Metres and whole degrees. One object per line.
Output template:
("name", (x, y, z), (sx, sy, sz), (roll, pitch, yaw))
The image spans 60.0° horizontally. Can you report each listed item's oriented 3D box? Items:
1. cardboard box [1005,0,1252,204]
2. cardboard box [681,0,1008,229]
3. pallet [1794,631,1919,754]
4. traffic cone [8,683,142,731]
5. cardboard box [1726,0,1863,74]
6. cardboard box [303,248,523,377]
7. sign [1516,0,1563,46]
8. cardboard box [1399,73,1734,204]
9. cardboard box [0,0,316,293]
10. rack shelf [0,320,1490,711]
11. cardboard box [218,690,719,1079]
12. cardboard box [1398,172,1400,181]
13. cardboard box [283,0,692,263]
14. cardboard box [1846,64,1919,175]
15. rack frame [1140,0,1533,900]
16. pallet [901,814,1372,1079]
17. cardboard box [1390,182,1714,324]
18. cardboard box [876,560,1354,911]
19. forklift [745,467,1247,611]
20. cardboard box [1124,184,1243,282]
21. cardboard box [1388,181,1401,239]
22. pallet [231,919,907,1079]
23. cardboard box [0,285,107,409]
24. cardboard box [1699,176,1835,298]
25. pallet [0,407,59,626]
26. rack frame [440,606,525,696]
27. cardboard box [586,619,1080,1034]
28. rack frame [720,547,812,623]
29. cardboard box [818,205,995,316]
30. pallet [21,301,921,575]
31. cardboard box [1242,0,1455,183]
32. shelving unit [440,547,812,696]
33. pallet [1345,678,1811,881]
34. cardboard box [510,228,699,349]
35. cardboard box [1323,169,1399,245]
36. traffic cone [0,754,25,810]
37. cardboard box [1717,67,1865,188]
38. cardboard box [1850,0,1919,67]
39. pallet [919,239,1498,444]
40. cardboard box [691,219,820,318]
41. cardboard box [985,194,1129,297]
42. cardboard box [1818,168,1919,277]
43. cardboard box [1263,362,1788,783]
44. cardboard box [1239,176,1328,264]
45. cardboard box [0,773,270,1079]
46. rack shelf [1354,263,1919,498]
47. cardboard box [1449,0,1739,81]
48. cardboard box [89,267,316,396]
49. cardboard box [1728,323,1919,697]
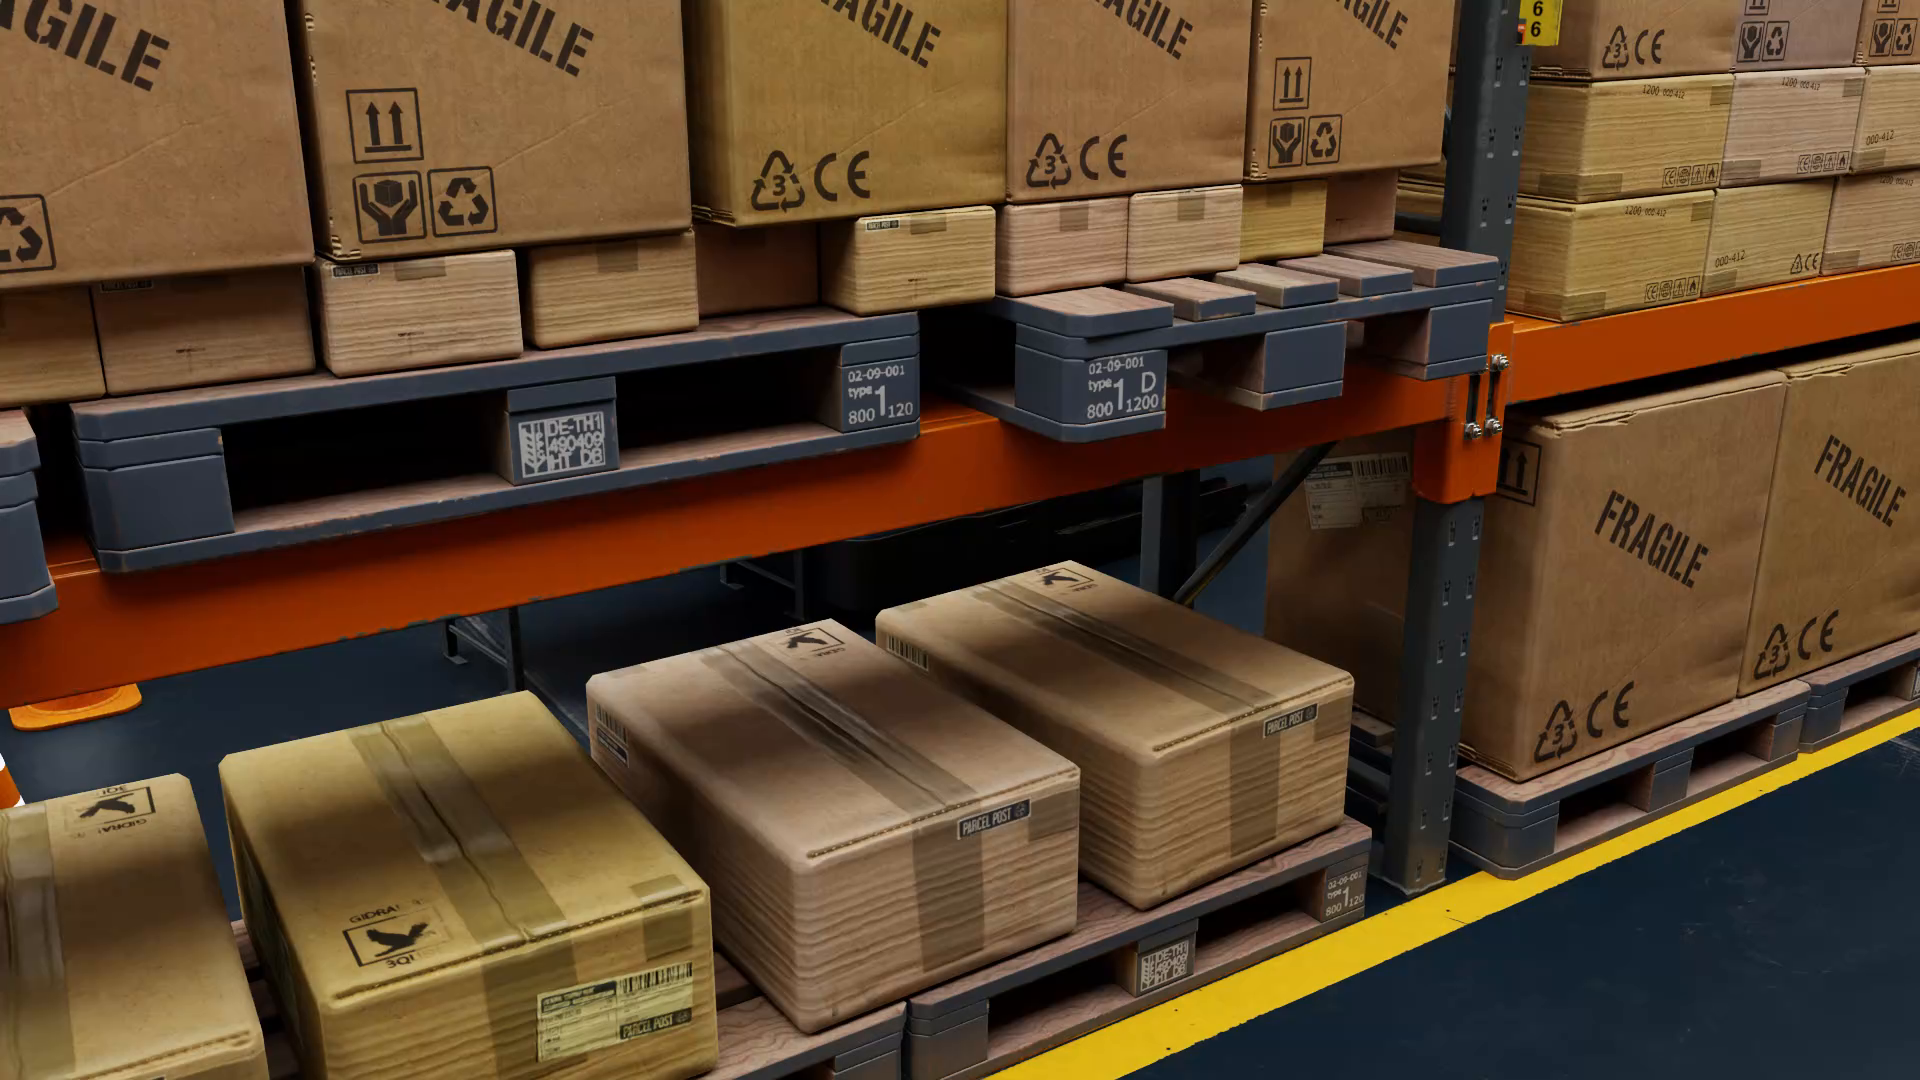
("cardboard box", (0.151, -0.880, 2.887), (0.500, 0.500, 0.500), (-12, 22, -32))
("cardboard box", (-0.270, -0.791, 2.623), (0.500, 0.500, 0.500), (-14, 23, -35))
("pallet", (2.521, 0.248, 5.183), (1.213, 0.211, 1.003), (-12, 22, -31))
("traffic cone", (-2.579, 0.254, 4.771), (0.334, 0.463, 0.336), (-12, 22, -31))
("cardboard box", (1.759, -1.373, 3.907), (0.500, 0.500, 0.500), (-12, 22, -31))
("cardboard box", (-0.798, -0.351, 2.337), (0.250, 0.149, 0.380), (-11, 22, -29))
("sign", (1.110, -1.109, 3.156), (0.005, 0.325, 0.100), (-12, 22, -31))
("cardboard box", (1.362, -0.930, 3.766), (0.500, 0.250, 0.500), (-12, 22, -32))
("cardboard box", (-1.150, -0.601, 2.064), (0.500, 0.500, 0.500), (-12, 22, -32))
("rack shelf", (-0.867, -0.048, 2.826), (4.000, 0.370, 1.077), (-12, 22, -31))
("cardboard box", (-0.922, 0.666, 3.039), (0.625, 0.372, 0.950), (-11, 22, -30))
("cardboard box", (1.068, -1.060, 4.150), (0.500, 0.250, 0.500), (-12, 22, -32))
("cardboard box", (-0.726, -0.695, 2.340), (0.500, 0.500, 0.500), (-13, 23, -34))
("cardboard box", (2.218, -1.105, 4.284), (0.500, 0.250, 0.500), (-12, 22, -32))
("rack frame", (0.803, -0.741, 3.753), (0.127, 3.000, 1.000), (-12, 22, -31))
("pallet", (0.150, 0.717, 3.794), (1.213, 0.211, 1.003), (-12, 22, -31))
("cardboard box", (1.351, -0.689, 3.833), (0.500, 0.250, 0.500), (-12, 22, -32))
("cardboard box", (0.326, 0.402, 3.820), (0.625, 0.372, 0.950), (-14, 23, -35))
("forklift", (0.477, -1.520, 6.165), (3.031, 2.935, 1.130), (-15, 24, -38))
("cardboard box", (0.289, -0.577, 3.006), (0.250, 0.149, 0.380), (-12, 22, -32))
("cardboard box", (1.083, -0.829, 4.246), (0.500, 0.250, 0.500), (-13, 23, -33))
("pallet", (-0.868, 0.931, 3.162), (1.213, 0.211, 1.003), (-12, 22, -31))
("cardboard box", (-1.256, -0.275, 2.112), (0.250, 0.149, 0.380), (-12, 22, -31))
("cardboard box", (1.770, -0.784, 4.115), (0.500, 0.250, 0.500), (-13, 22, -33))
("pallet", (-1.819, -0.041, 1.983), (1.213, 0.211, 1.003), (-12, 22, -31))
("rack frame", (-1.434, -0.292, 4.766), (0.032, 1.500, 0.500), (-15, 24, -38))
("cardboard box", (-0.286, 0.534, 3.429), (0.625, 0.372, 0.950), (-12, 22, -32))
("rack frame", (-0.663, -0.504, 5.393), (0.032, 1.500, 0.500), (-15, 24, -38))
("cardboard box", (-0.148, -0.483, 2.726), (0.250, 0.149, 0.380), (-11, 22, -30))
("pallet", (-0.827, -0.291, 2.720), (1.213, 0.211, 1.003), (-12, 22, -31))
("cardboard box", (0.577, -0.974, 3.165), (0.500, 0.500, 0.500), (-13, 22, -33))
("shelving unit", (-1.048, -0.398, 5.080), (1.048, 1.500, 0.538), (-15, 24, -38))
("pallet", (1.503, 0.461, 4.551), (1.213, 0.211, 1.003), (-12, 22, -31))
("cardboard box", (-0.591, -0.406, 2.499), (0.250, 0.149, 0.380), (-13, 22, -33))
("cardboard box", (0.659, -0.700, 3.369), (0.250, 0.149, 0.380), (-11, 22, -29))
("traffic cone", (-2.272, 0.572, 3.829), (0.334, 0.463, 0.336), (-12, 22, -31))
("cardboard box", (1.795, -1.021, 4.034), (0.500, 0.250, 0.500), (-11, 22, -30))
("cardboard box", (2.199, -1.460, 4.164), (0.500, 0.500, 0.500), (-11, 22, -30))
("pallet", (0.267, -0.496, 3.328), (1.003, 0.211, 1.213), (-12, 22, -31))
("cardboard box", (-0.427, -0.472, 2.695), (0.250, 0.149, 0.380), (-12, 22, -31))
("cardboard box", (0.075, -0.535, 2.881), (0.250, 0.149, 0.380), (-13, 23, -34))
("cardboard box", (2.211, -0.875, 4.383), (0.500, 0.250, 0.500), (-11, 22, -30))
("cardboard box", (1.426, -0.033, 4.320), (0.875, 0.875, 0.875), (-12, 22, -32))
("cardboard box", (0.475, -0.634, 3.172), (0.250, 0.149, 0.380), (-12, 22, -31))
("cardboard box", (-1.502, 0.789, 2.675), (0.625, 0.372, 0.950), (-10, 21, -28))
("rack shelf", (2.474, -0.753, 4.910), (4.000, 0.370, 1.077), (-12, 22, -31))
("cardboard box", (1.350, -1.284, 3.640), (0.500, 0.500, 0.500), (-13, 22, -33))
("cardboard box", (-1.049, -0.318, 2.240), (0.250, 0.149, 0.380), (-12, 22, -31))
("cardboard box", (2.173, -0.189, 4.782), (0.875, 0.875, 0.875), (-12, 22, -31))
